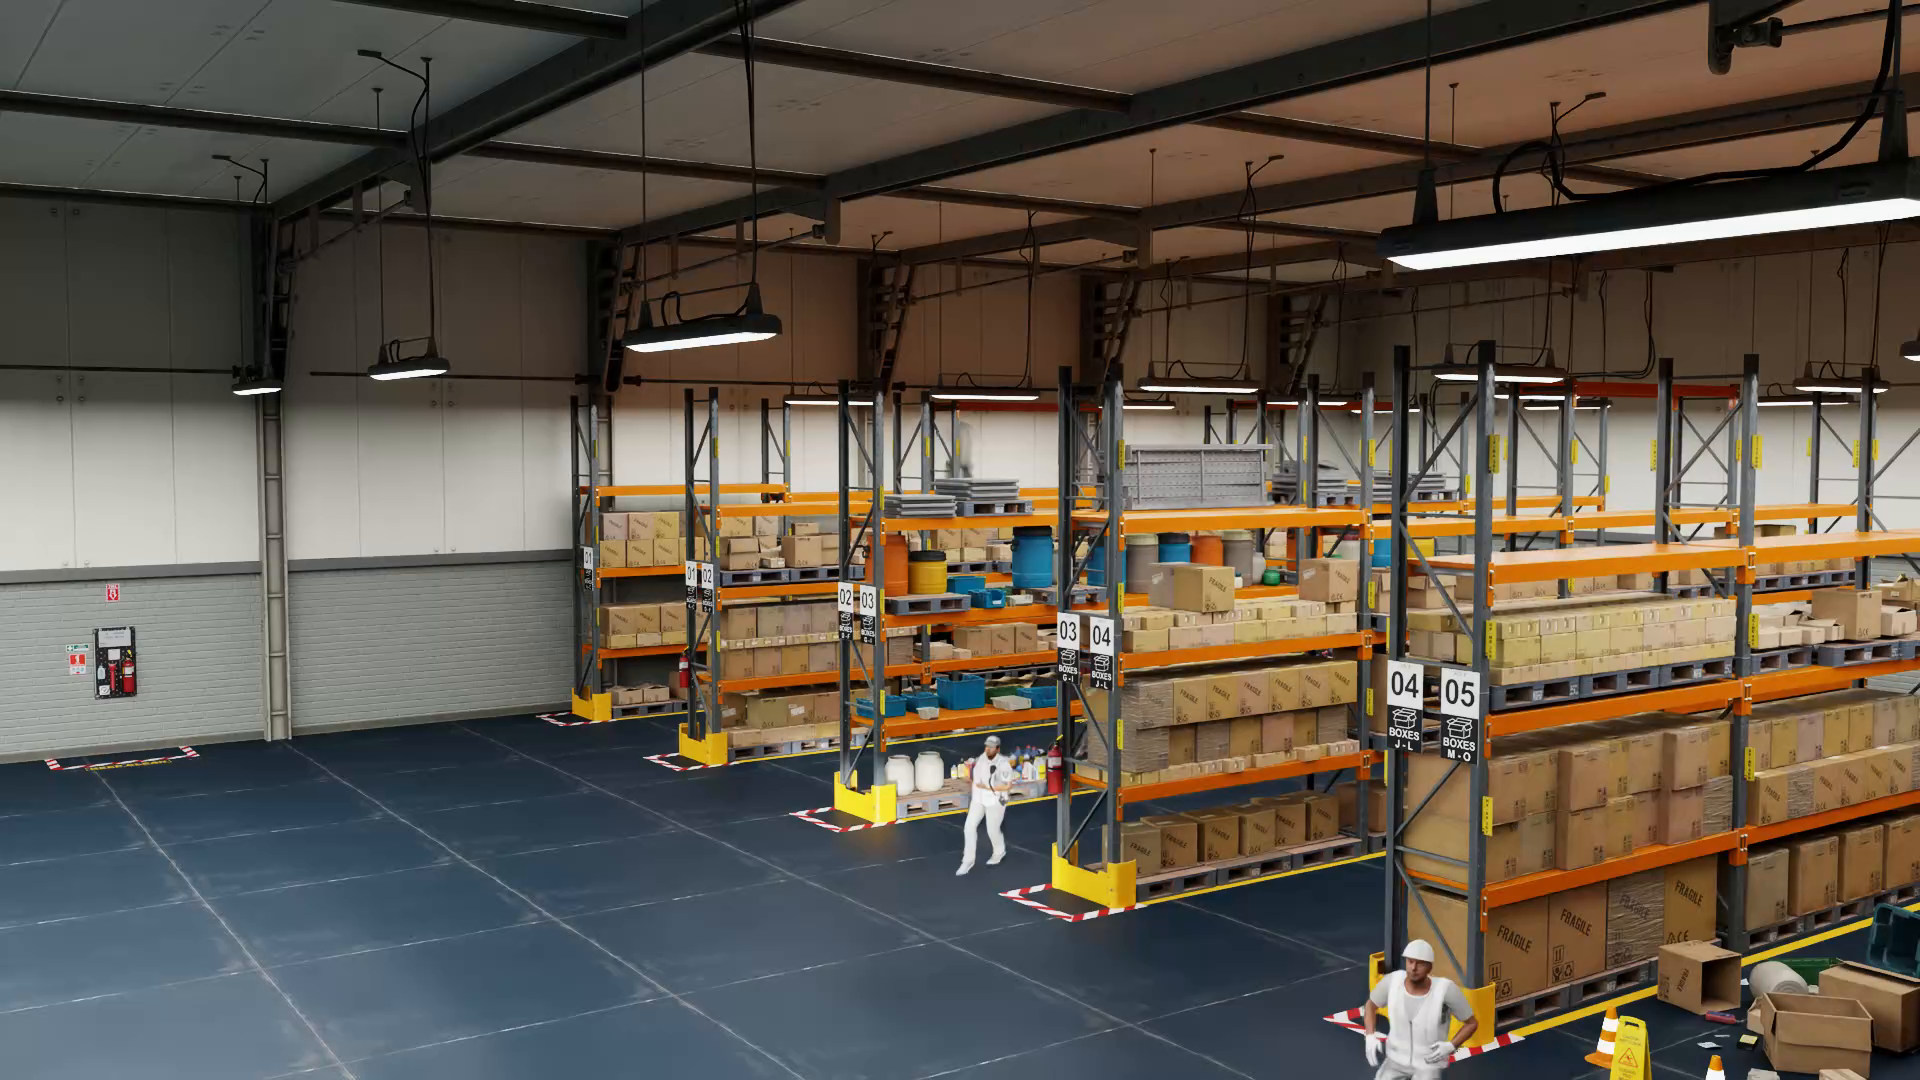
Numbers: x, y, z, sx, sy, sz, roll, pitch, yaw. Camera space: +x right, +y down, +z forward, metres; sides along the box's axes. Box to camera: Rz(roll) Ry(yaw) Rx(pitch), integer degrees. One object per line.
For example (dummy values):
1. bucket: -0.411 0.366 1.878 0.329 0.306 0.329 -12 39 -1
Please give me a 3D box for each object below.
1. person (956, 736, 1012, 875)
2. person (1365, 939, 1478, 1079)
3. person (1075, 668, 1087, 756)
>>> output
1. person: 0.397 3.170 19.878 0.647 1.701 0.749 2 4 35
2. person: 3.116 3.619 11.518 0.892 1.777 0.706 2 4 28
3. person: 2.272 2.777 27.341 0.905 1.547 0.572 -2 4 -33
